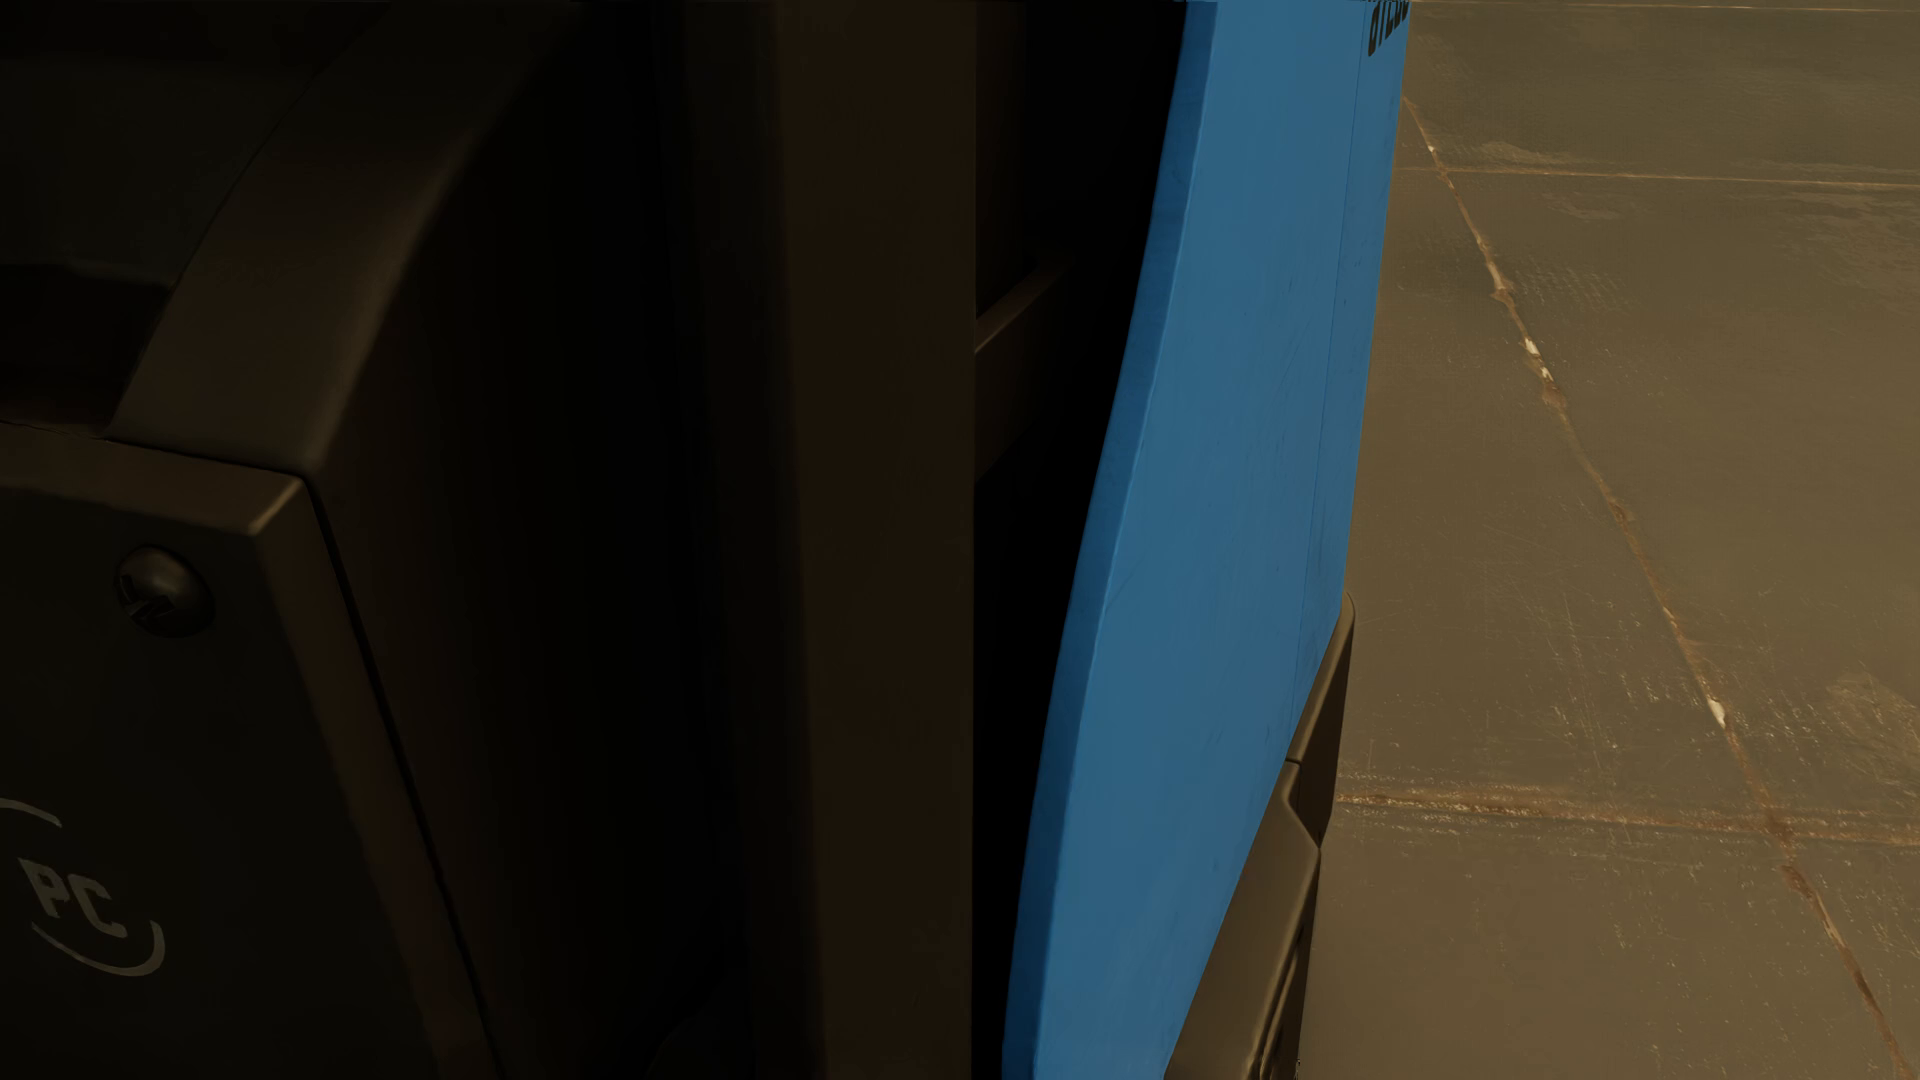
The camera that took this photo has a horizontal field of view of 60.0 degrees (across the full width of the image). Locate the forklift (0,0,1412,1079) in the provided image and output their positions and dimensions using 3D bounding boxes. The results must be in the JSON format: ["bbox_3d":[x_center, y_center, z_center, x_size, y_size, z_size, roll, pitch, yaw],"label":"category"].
[{"bbox_3d":[-0.611,-0.455,0.129,1.130,2.935,3.031,10,28,19],"label":"forklift"}]
